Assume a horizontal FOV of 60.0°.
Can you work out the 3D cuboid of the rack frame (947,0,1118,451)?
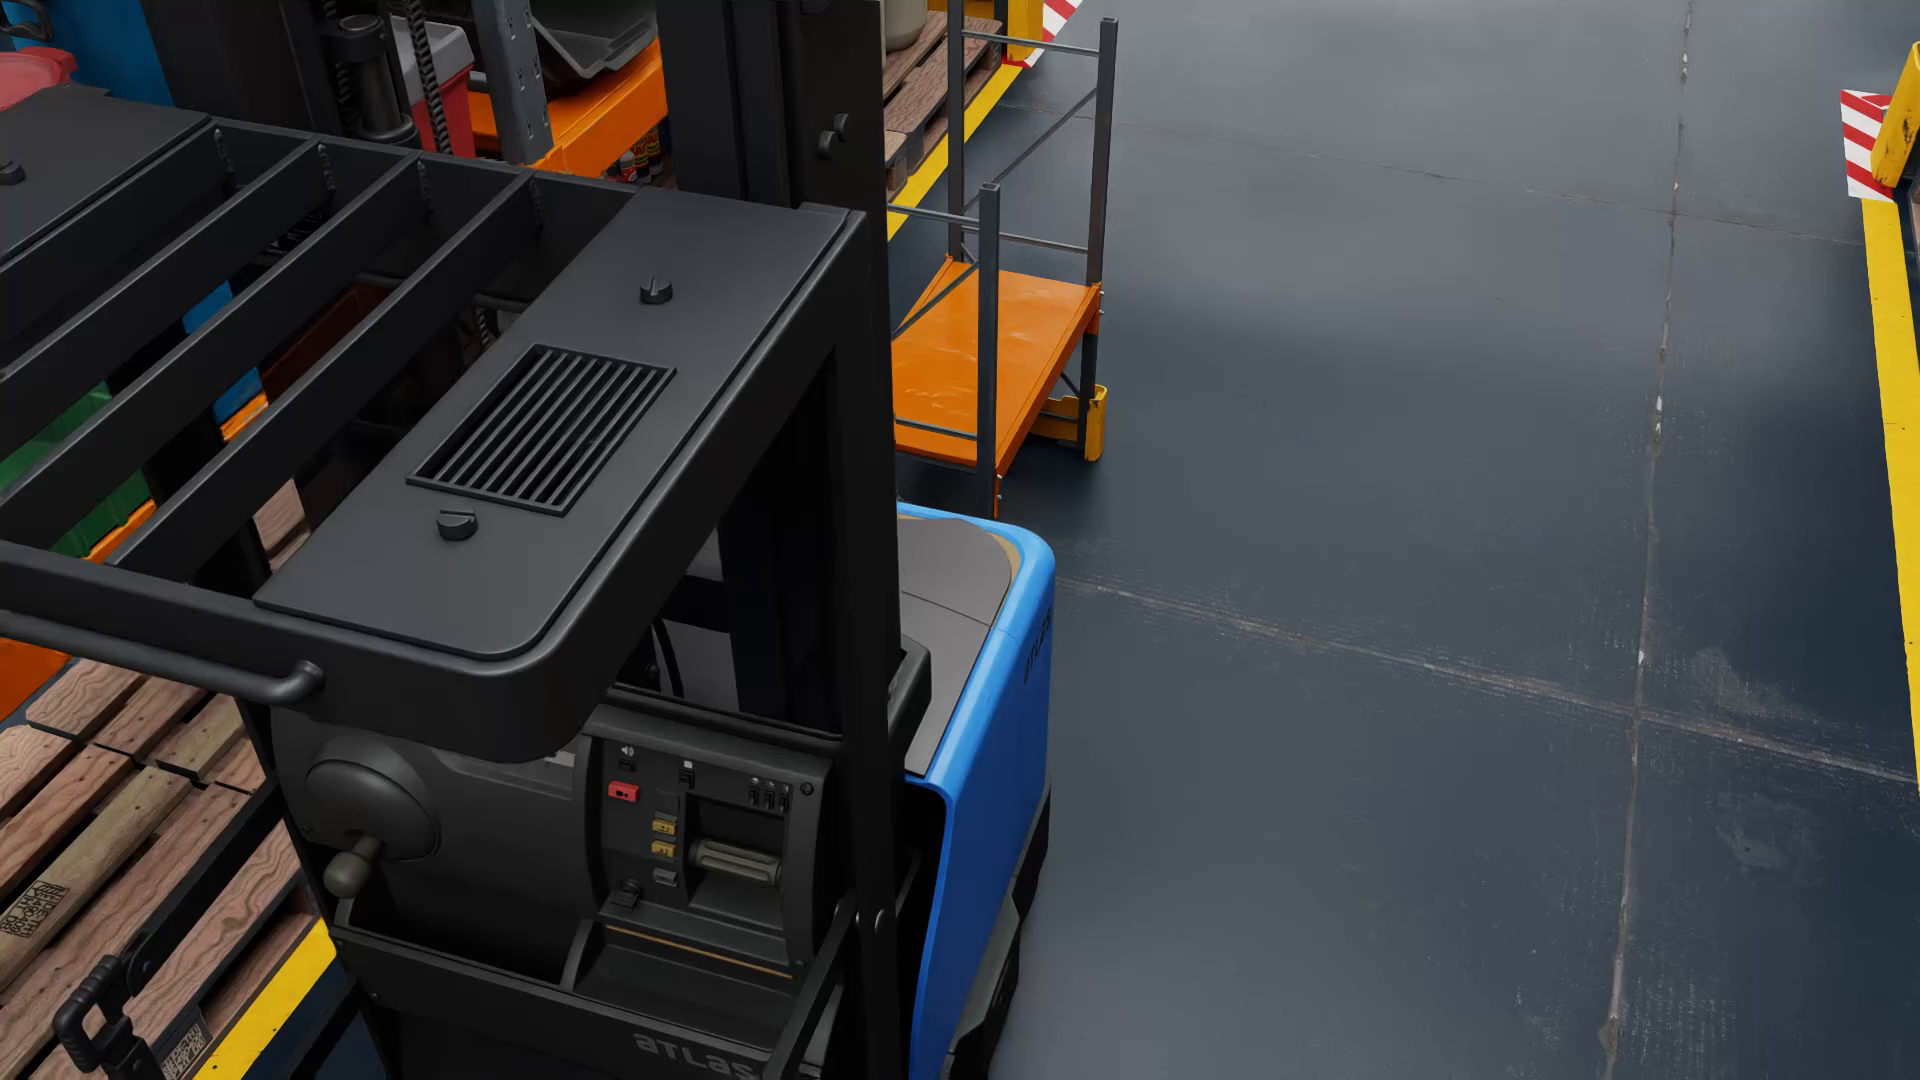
[{"bbox_3d":[0.203,-0.933,5.188,0.500,1.500,0.032,13,42,15],"label":"rack frame"}]

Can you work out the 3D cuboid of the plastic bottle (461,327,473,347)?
[{"bbox_3d":[-1.718,-0.761,5.585,0.061,0.283,0.133,15,43,17],"label":"plastic bottle"}]

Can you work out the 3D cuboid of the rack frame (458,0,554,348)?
[{"bbox_3d":[-1.572,-1.260,4.416,1.000,3.000,0.127,13,42,15],"label":"rack frame"}]

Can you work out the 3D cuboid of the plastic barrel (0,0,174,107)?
[{"bbox_3d":[-1.989,-1.282,4.056,0.600,0.901,0.708,13,42,15],"label":"plastic barrel"}]

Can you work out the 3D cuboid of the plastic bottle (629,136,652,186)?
[{"bbox_3d":[-1.269,-1.523,6.487,0.097,0.271,0.097,0,40,0],"label":"plastic bottle"}]

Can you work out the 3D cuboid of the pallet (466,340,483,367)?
[{"bbox_3d":[-1.303,-0.600,5.790,1.003,0.211,1.213,13,42,15],"label":"pallet"}]

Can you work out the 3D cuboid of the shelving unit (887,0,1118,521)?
[{"bbox_3d":[0.026,-0.617,4.818,0.587,1.500,1.083,13,42,15],"label":"shelving unit"}]

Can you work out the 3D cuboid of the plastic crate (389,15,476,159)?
[{"bbox_3d":[-1.450,-0.921,3.969,0.402,0.464,0.583,13,42,15],"label":"plastic crate"}]

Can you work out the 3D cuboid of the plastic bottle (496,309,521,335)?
[{"bbox_3d":[-1.487,-0.845,5.631,0.144,0.351,0.185,13,42,15],"label":"plastic bottle"}]

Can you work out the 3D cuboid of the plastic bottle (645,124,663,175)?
[{"bbox_3d":[-1.235,-1.584,6.558,0.097,0.271,0.097,0,40,0],"label":"plastic bottle"}]

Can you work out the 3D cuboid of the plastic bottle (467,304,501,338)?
[{"bbox_3d":[-1.623,-0.877,5.668,0.144,0.351,0.185,12,42,14],"label":"plastic bottle"}]

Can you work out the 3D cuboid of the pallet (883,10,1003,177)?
[{"bbox_3d":[-0.469,-2.088,7.535,1.003,0.211,1.213,13,42,15],"label":"pallet"}]

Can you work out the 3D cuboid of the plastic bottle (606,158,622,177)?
[{"bbox_3d":[-1.338,-1.399,6.342,0.097,0.271,0.097,0,40,0],"label":"plastic bottle"}]

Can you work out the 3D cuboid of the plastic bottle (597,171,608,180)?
[{"bbox_3d":[-1.388,-1.260,6.176,0.152,0.276,0.135,14,42,16],"label":"plastic bottle"}]

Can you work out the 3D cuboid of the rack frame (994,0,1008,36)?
[{"bbox_3d":[-0.204,-3.700,7.276,1.000,3.000,0.127,13,42,15],"label":"rack frame"}]

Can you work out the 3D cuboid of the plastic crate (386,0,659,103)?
[{"bbox_3d":[-1.274,-1.528,4.777,0.767,0.338,0.504,13,42,15],"label":"plastic crate"}]

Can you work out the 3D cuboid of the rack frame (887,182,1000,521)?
[{"bbox_3d":[-0.145,-0.313,4.461,0.500,1.500,0.032,13,42,15],"label":"rack frame"}]

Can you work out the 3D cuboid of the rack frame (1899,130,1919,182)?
[{"bbox_3d":[4.449,-2.598,5.984,1.000,3.000,0.127,13,42,15],"label":"rack frame"}]

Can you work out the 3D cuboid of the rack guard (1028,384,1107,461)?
[{"bbox_3d":[0.196,-0.445,5.579,0.587,0.250,0.087,13,42,15],"label":"rack guard"}]

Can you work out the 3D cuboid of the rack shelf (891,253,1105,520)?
[{"bbox_3d":[0.029,-0.486,4.941,0.538,0.185,1.000,13,42,15],"label":"rack shelf"}]

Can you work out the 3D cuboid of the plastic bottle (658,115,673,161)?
[{"bbox_3d":[-1.212,-1.663,6.642,0.061,0.283,0.133,14,42,16],"label":"plastic bottle"}]

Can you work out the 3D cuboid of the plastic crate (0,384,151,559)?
[{"bbox_3d":[-1.903,-0.055,3.166,0.450,0.188,0.662,13,42,15],"label":"plastic crate"}]

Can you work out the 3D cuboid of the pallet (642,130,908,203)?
[{"bbox_3d":[-0.888,-1.346,6.665,1.003,0.211,1.213,13,42,15],"label":"pallet"}]

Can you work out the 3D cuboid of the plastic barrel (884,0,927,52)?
[{"bbox_3d":[-0.358,-2.495,7.456,0.421,0.512,0.421,0,40,0],"label":"plastic barrel"}]

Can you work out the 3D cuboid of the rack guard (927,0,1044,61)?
[{"bbox_3d":[-0.186,-2.692,8.020,1.175,0.500,0.348,13,42,15],"label":"rack guard"}]

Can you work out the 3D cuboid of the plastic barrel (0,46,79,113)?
[{"bbox_3d":[-2.106,-0.777,3.745,0.433,0.535,0.433,0,40,0],"label":"plastic barrel"}]

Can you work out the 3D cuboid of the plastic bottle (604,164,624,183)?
[{"bbox_3d":[-1.287,-1.240,6.146,0.061,0.283,0.133,13,42,15],"label":"plastic bottle"}]

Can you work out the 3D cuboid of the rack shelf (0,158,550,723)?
[{"bbox_3d":[-2.256,0.233,3.220,1.077,0.370,4.000,13,42,15],"label":"rack shelf"}]

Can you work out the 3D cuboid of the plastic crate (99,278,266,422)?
[{"bbox_3d":[-1.657,-0.512,3.552,0.392,0.384,0.575,13,42,15],"label":"plastic crate"}]

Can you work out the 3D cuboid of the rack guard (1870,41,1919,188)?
[{"bbox_3d":[4.457,-1.662,6.813,1.175,0.500,0.348,13,42,15],"label":"rack guard"}]

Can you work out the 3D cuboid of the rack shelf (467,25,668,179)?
[{"bbox_3d":[-0.888,-2.206,6.079,1.077,0.370,4.000,13,42,15],"label":"rack shelf"}]

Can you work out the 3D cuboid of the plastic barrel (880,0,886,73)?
[{"bbox_3d":[-0.529,-2.189,7.098,0.421,0.512,0.421,0,40,0],"label":"plastic barrel"}]

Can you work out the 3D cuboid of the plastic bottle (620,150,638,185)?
[{"bbox_3d":[-1.303,-1.436,6.439,0.097,0.201,0.097,0,40,0],"label":"plastic bottle"}]

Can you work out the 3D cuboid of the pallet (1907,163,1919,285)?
[{"bbox_3d":[4.227,-1.062,6.332,1.003,0.211,1.213,13,42,15],"label":"pallet"}]

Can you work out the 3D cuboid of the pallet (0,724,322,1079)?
[{"bbox_3d":[-2.220,1.035,3.874,1.003,0.211,1.213,13,42,15],"label":"pallet"}]

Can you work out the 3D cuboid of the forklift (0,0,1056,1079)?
[{"bbox_3d":[-0.711,0.500,2.406,1.130,2.935,3.031,12,42,13],"label":"forklift"}]

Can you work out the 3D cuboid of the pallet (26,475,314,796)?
[{"bbox_3d":[-1.804,0.288,4.750,1.003,0.211,1.213,13,42,15],"label":"pallet"}]
